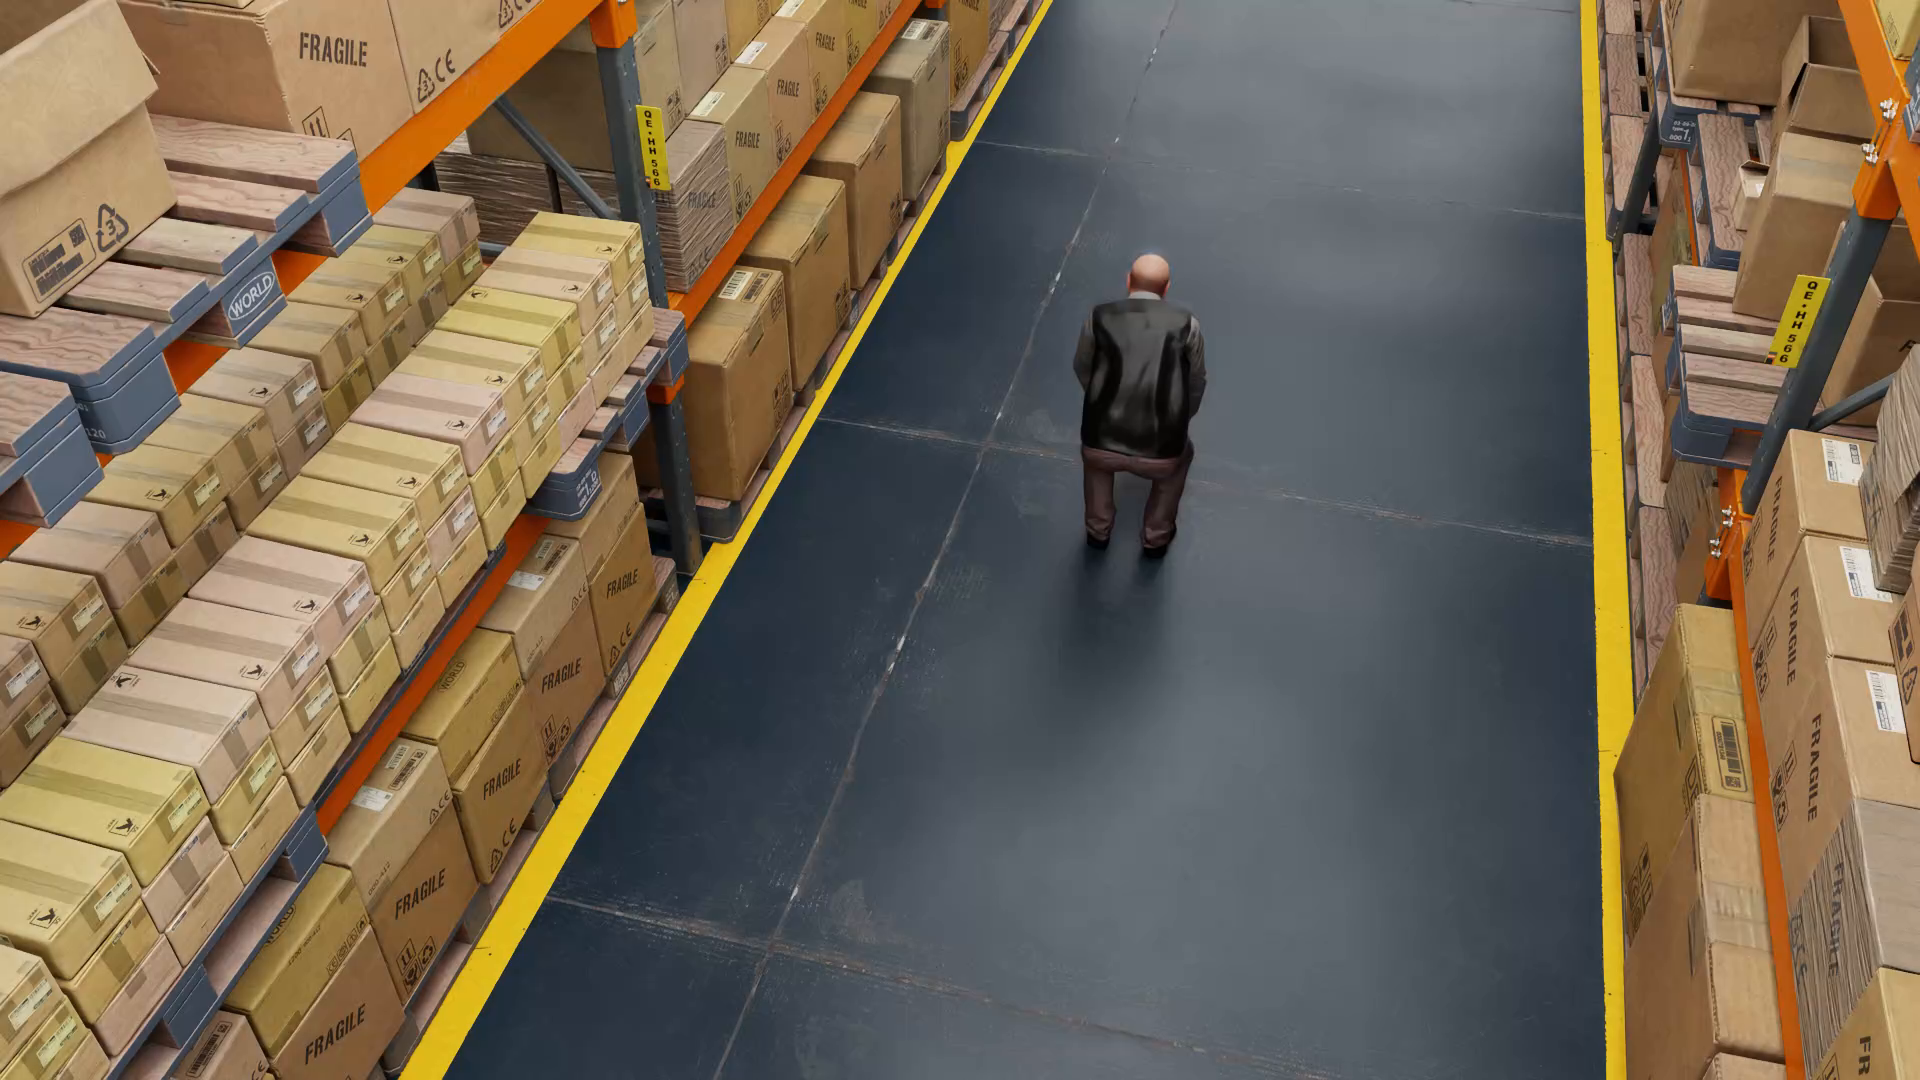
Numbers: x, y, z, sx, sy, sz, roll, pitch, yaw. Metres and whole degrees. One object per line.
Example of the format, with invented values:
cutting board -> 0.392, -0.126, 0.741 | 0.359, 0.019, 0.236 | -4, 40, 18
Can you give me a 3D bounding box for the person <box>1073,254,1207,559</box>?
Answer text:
person -> 0.740, -0.538, 7.180 | 0.583, 1.232, 0.789 | 10, 42, 11
